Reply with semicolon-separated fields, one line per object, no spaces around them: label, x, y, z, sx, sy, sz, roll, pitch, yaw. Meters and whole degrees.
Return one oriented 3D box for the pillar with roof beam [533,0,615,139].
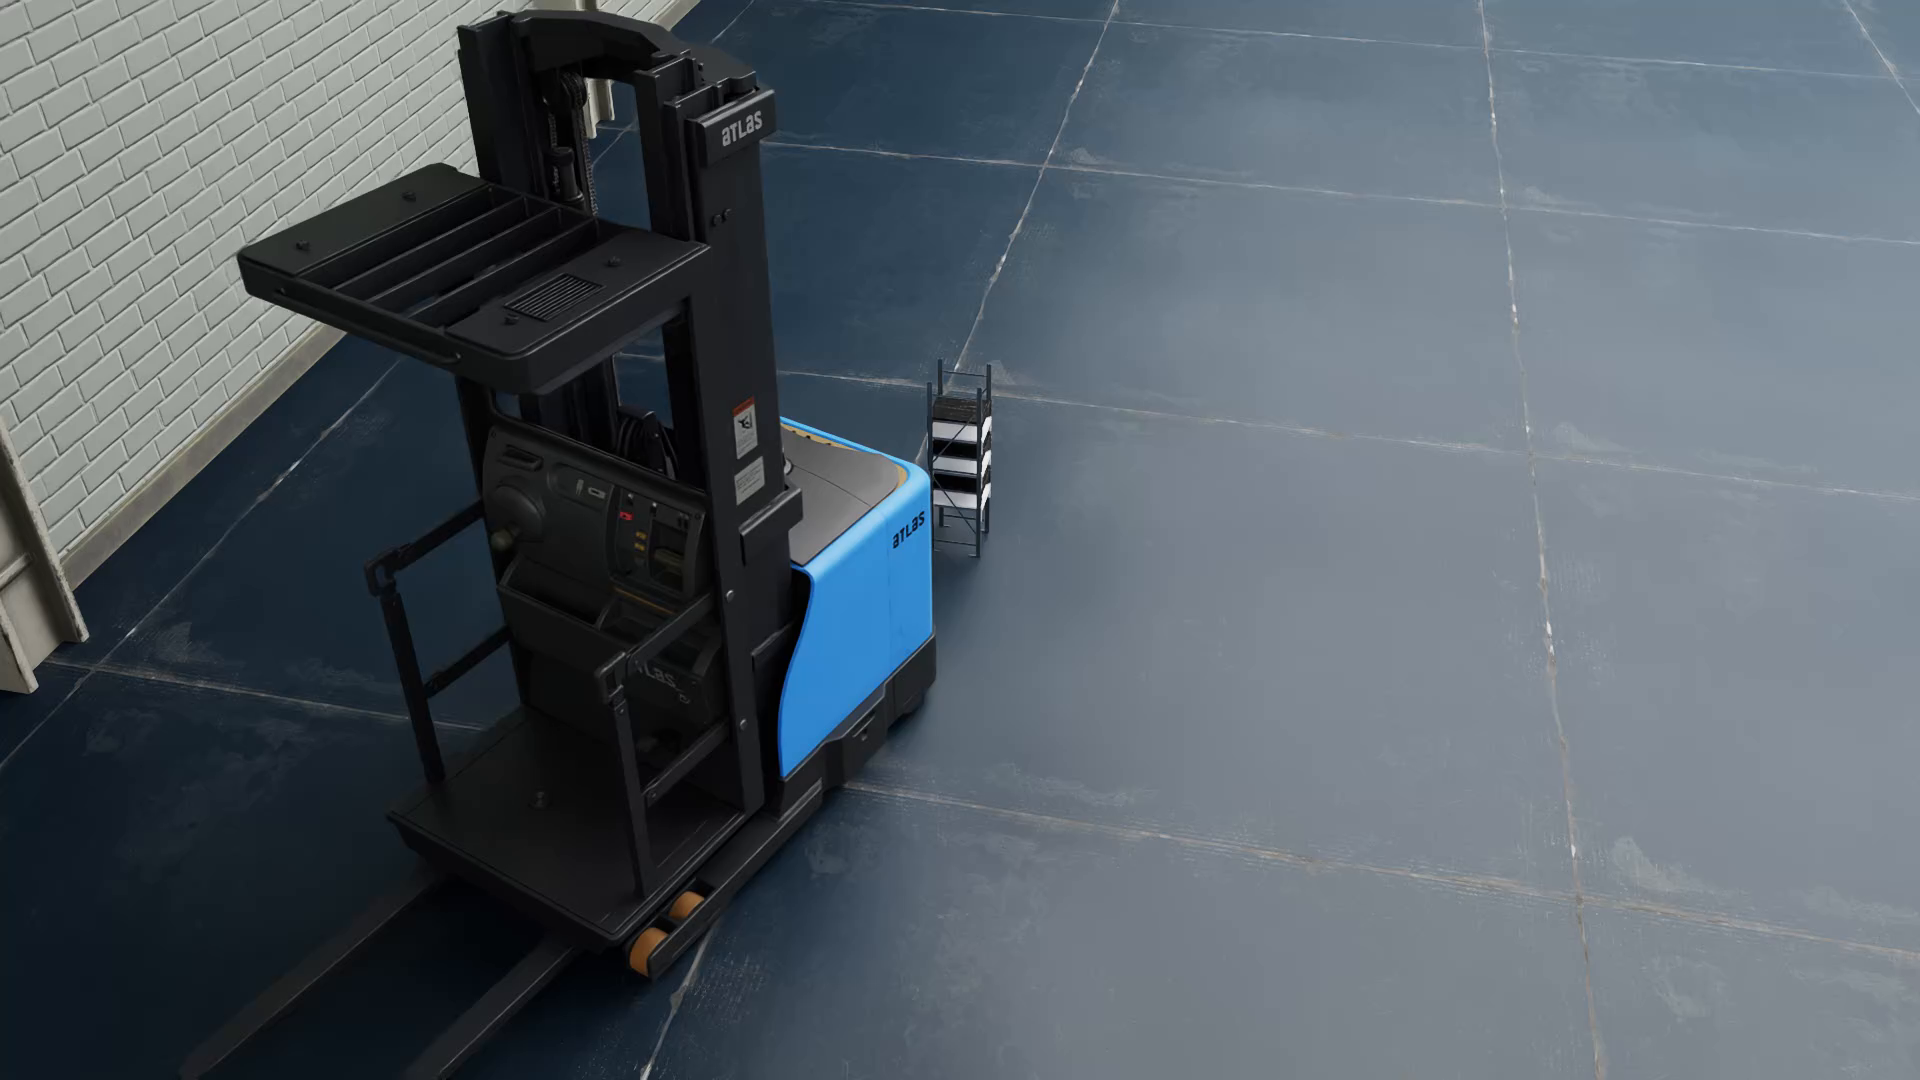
pillar with roof beam;1.538;-6.040;8.416;9.100;9.000;0.400;7;37;10

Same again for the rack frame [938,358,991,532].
rack frame;0.020;-0.418;7.560;0.240;0.900;0.006;7;37;10

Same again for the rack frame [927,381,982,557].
rack frame;-0.023;-0.301;7.399;0.240;0.900;0.006;7;37;10

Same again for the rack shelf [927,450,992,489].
rack shelf;-0.002;-0.333;7.499;0.258;0.077;0.200;7;37;10

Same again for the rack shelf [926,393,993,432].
rack shelf;-0.002;-0.551;7.341;0.258;0.077;0.200;7;37;10

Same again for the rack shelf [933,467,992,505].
rack shelf;-0.002;-0.260;7.552;0.258;0.077;0.200;7;37;10

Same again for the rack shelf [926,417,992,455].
rack shelf;-0.002;-0.478;7.393;0.258;0.077;0.200;7;37;10

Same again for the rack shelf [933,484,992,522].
rack shelf;-0.002;-0.187;7.605;0.258;0.077;0.200;7;37;10

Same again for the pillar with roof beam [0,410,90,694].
pillar with roof beam;0.256;-2.601;3.670;9.100;9.000;0.400;7;37;10

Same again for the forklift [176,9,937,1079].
forklift;-1.314;-0.010;5.266;1.130;2.935;3.031;21;41;26

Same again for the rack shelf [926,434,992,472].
rack shelf;-0.002;-0.406;7.446;0.258;0.077;0.200;7;37;10

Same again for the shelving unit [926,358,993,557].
shelving unit;-0.002;-0.360;7.479;0.258;0.900;0.210;7;37;10
